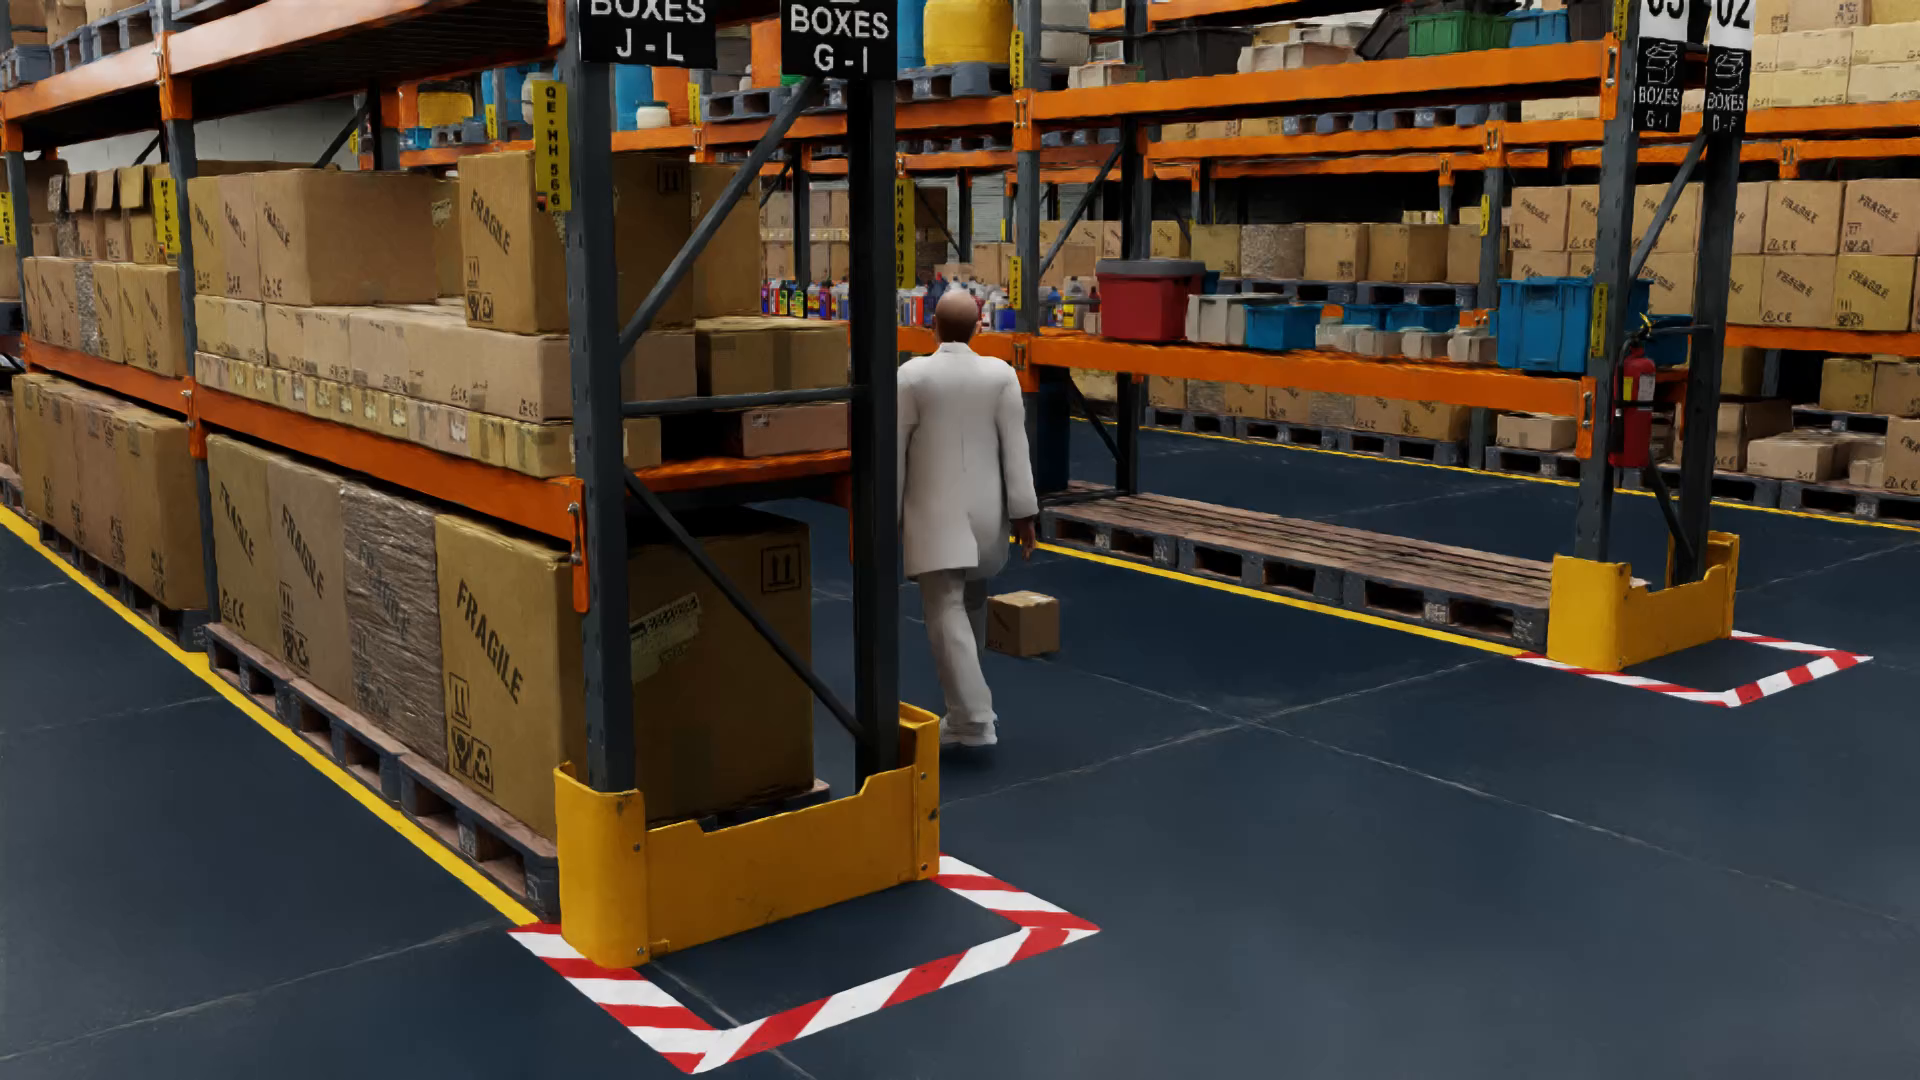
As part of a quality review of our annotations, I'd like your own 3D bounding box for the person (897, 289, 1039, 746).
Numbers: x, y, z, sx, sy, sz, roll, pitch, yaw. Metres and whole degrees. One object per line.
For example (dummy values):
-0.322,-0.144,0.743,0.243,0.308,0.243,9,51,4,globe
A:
-0.028,-0.104,6.558,0.618,1.748,0.996,-3,11,-17,person
